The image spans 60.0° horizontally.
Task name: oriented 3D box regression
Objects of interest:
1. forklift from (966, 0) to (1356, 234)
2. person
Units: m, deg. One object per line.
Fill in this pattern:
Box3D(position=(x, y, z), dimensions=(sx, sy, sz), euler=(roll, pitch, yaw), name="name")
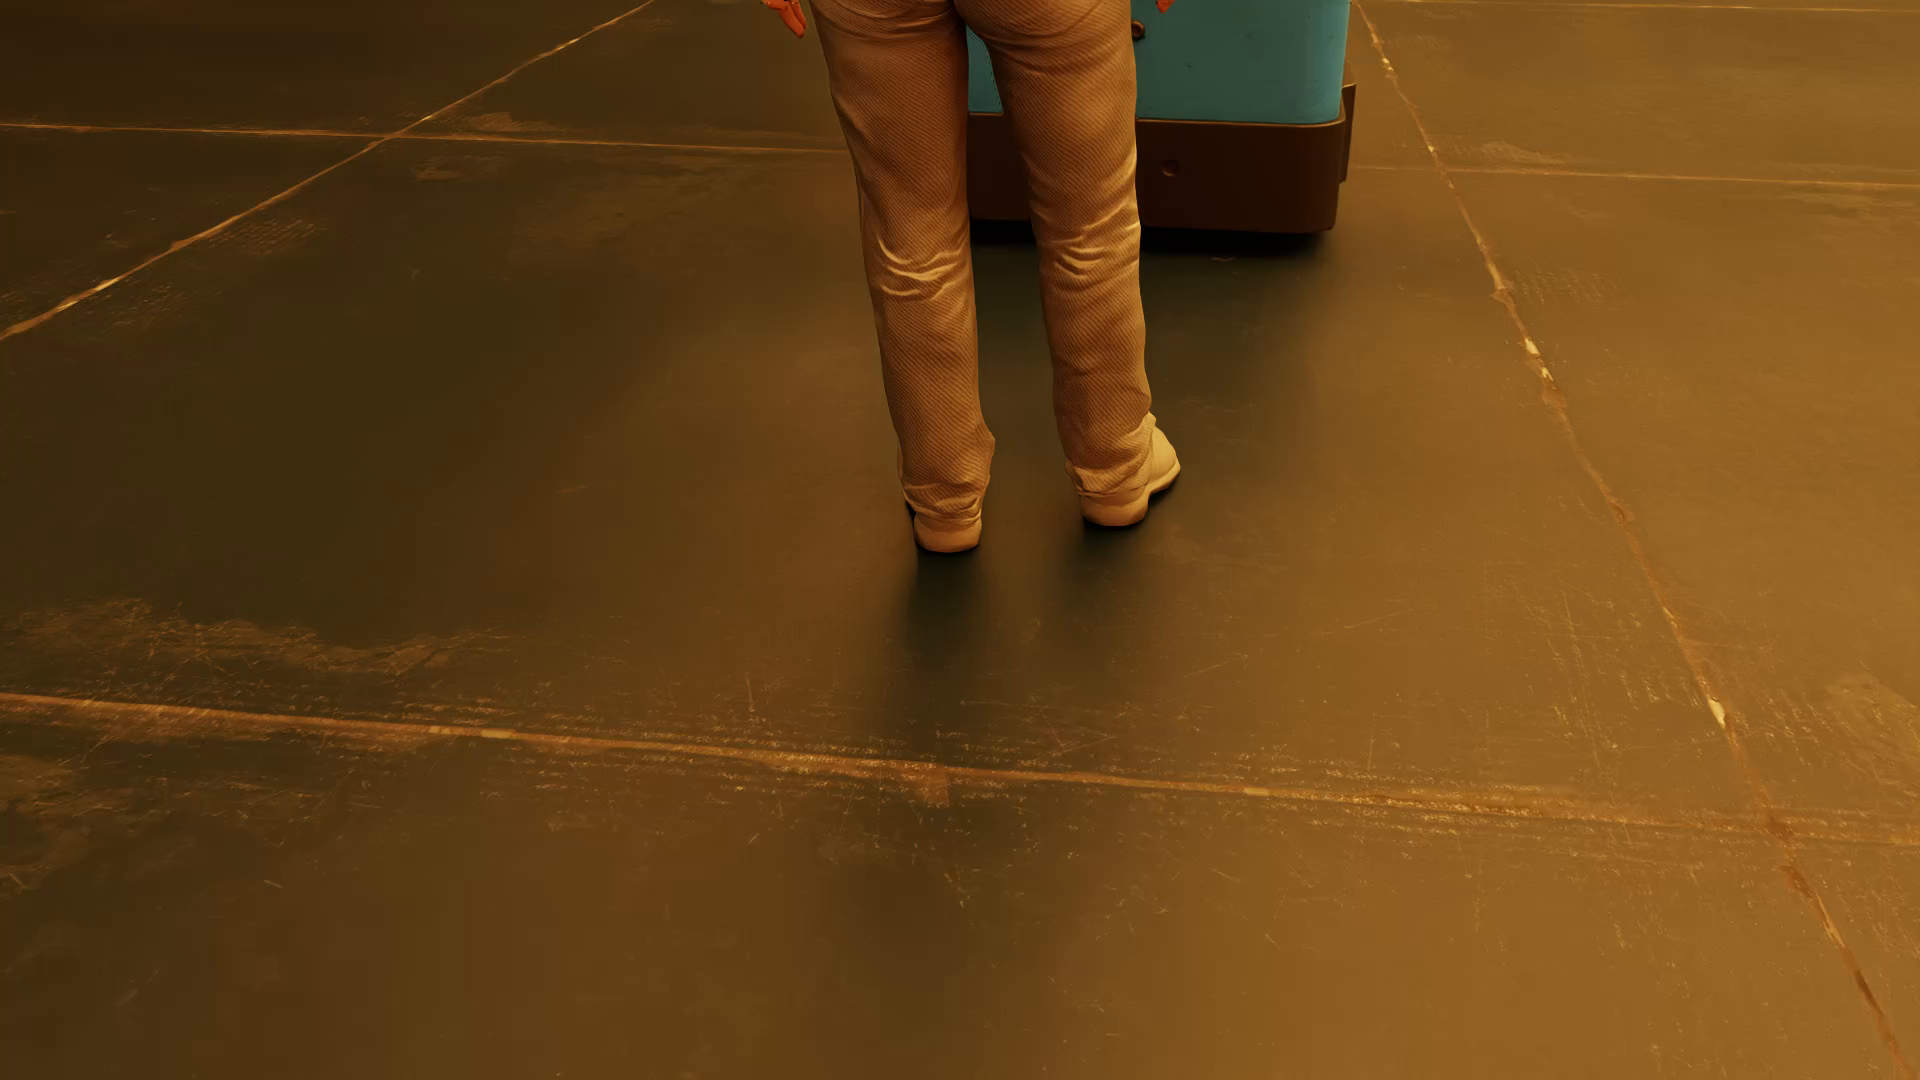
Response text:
Box3D(position=(0.572, -2.627, 4.482), dimensions=(1.130, 2.935, 3.031), euler=(4, 27, 9), name="forklift")
Box3D(position=(0.016, -0.828, 2.156), dimensions=(0.633, 1.775, 0.566), euler=(3, 27, 7), name="person")
